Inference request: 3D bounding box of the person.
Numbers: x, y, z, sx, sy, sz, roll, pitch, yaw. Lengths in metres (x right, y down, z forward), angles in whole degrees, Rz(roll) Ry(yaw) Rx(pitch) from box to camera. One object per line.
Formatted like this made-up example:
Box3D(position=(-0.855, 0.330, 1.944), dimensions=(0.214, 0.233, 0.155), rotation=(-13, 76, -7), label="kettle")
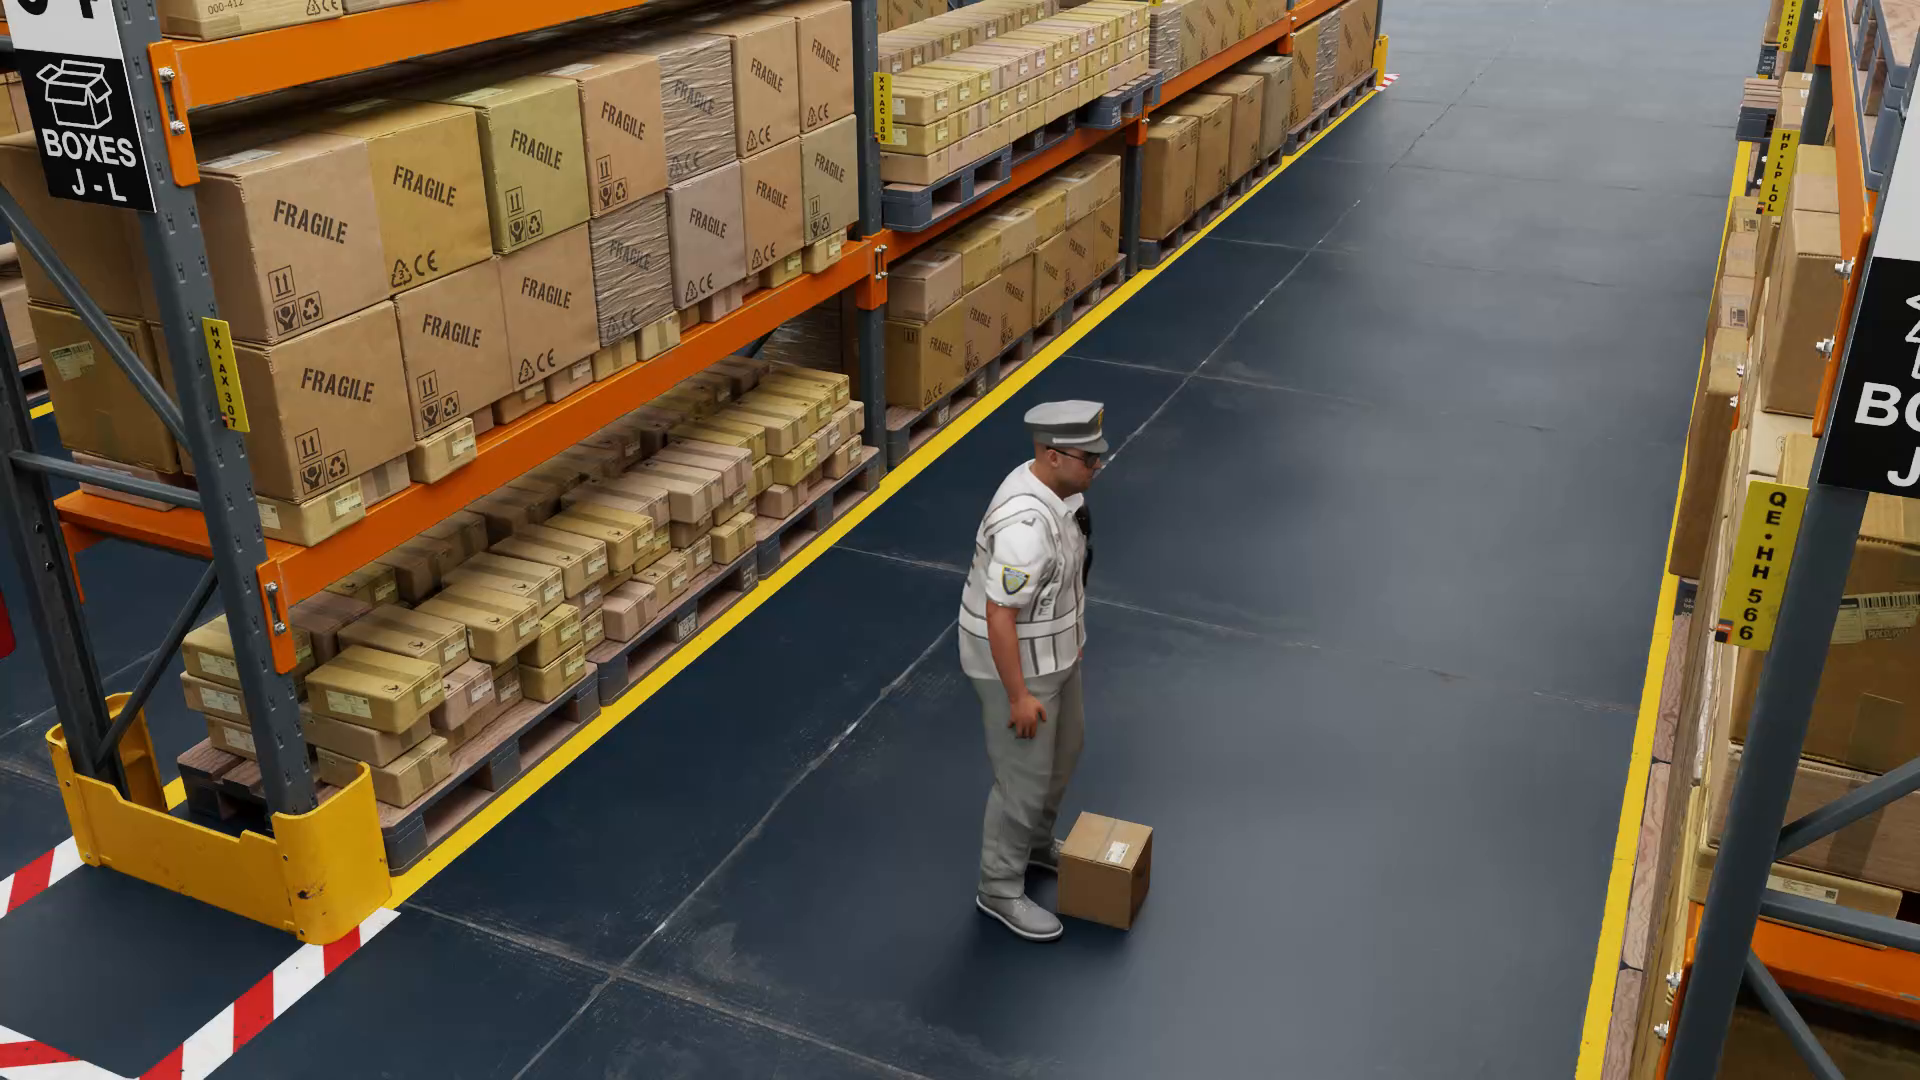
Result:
Box3D(position=(0.231, 0.379, 5.322), dimensions=(0.429, 1.751, 0.606), rotation=(10, 28, 19), label="person")
